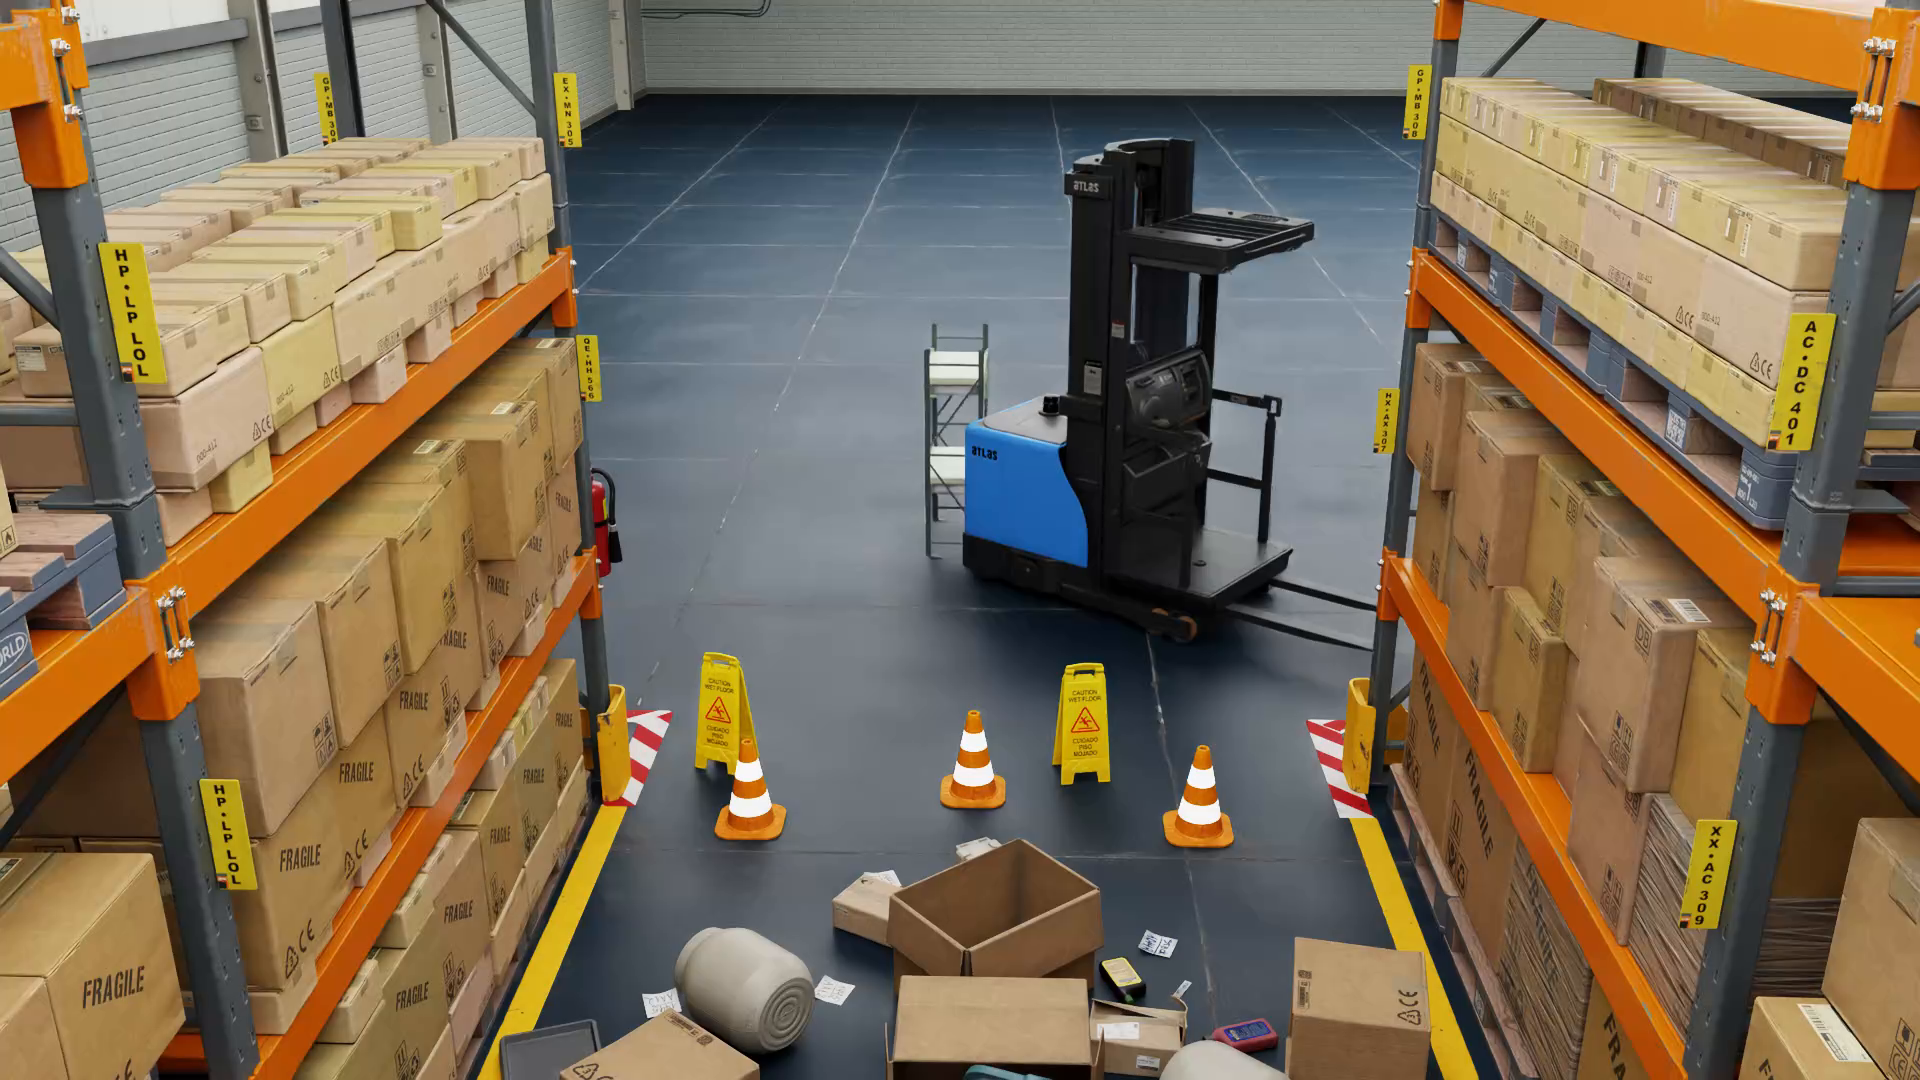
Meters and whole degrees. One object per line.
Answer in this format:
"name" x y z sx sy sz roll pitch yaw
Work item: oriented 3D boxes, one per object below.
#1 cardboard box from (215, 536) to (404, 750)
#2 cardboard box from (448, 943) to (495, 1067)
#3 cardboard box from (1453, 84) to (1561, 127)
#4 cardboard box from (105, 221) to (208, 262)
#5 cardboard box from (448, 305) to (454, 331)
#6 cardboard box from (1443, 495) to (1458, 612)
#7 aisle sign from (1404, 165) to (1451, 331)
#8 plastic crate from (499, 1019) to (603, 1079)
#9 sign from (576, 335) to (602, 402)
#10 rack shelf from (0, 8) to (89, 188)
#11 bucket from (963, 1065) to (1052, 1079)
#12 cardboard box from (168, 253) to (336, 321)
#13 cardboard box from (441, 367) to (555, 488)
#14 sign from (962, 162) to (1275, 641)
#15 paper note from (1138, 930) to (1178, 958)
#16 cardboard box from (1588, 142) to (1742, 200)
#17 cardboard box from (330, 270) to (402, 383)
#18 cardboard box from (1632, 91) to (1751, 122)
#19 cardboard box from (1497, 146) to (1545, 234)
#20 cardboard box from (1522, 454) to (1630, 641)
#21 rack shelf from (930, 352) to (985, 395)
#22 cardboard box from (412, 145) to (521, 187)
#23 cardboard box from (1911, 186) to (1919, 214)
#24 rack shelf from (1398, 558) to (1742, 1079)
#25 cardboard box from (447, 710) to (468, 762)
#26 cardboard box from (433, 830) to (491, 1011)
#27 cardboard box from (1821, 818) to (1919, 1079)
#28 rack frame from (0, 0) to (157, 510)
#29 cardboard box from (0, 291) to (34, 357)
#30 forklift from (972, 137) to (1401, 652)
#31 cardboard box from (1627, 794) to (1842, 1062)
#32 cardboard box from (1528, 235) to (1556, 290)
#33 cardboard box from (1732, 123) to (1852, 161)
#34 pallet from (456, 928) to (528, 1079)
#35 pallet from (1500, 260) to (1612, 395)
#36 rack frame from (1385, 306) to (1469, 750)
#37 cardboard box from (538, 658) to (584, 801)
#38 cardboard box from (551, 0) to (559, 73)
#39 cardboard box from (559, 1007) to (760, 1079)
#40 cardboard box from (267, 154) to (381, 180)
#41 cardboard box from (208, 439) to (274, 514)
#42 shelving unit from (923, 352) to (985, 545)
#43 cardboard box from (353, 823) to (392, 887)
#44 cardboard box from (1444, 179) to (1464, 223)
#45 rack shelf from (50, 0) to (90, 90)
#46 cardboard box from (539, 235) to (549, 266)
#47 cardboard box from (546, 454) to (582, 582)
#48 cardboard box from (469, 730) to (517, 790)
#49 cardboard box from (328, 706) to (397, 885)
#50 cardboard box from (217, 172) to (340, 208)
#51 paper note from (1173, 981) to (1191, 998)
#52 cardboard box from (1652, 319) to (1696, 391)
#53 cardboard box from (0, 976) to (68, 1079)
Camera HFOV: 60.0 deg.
"cardboard box" -2.182 0.308 5.158 0.700 0.500 0.500 1 21 2
"cardboard box" -2.144 1.791 6.487 0.500 0.250 0.500 0 21 1
"cardboard box" 2.286 -1.816 6.942 0.380 0.149 0.250 1 21 2
"cardboard box" -2.686 -0.940 5.403 0.380 0.149 0.250 1 21 2
"cardboard box" -2.126 -0.833 6.229 0.380 0.149 0.250 0 21 0
"cardboard box" 2.662 0.136 7.325 0.875 0.550 0.550 1 21 2
"aisle sign" 2.325 -1.369 7.817 0.394 0.787 0.004 1 21 2
"plastic crate" -1.583 2.103 6.499 0.402 0.080 0.583 -7 22 -17
"sign" -1.774 -0.820 7.958 0.100 0.325 0.005 1 21 2
"rack shelf" -2.511 -0.252 1.785 1.077 0.370 4.000 1 21 2
"bucket" 0.201 2.061 4.995 0.726 0.611 0.620 8 33 20
"cardboard box" -2.084 -0.748 4.907 0.380 0.149 0.250 0 21 1
"cardboard box" -2.148 -0.428 7.052 0.700 0.500 0.500 1 21 2
"sign" 1.033 -1.021 10.754 2.177 2.768 2.025 1 21 2
"paper note" 0.879 1.790 7.376 0.144 0.017 0.142 8 23 20
"cardboard box" 2.233 -1.169 5.276 0.380 0.149 0.250 0 21 1
"cardboard box" -2.128 -0.691 5.312 0.500 0.250 0.500 1 21 2
"cardboard box" 2.858 0.856 2.749 0.691 2.098 9.463 0 21 -1
"cardboard box" 2.322 -1.300 6.164 0.500 0.250 0.500 0 21 1
"cardboard box" 2.609 0.026 6.115 0.875 0.550 0.500 1 21 2
"rack shelf" -0.020 -1.166 11.611 0.368 0.124 0.686 1 21 3
"cardboard box" -2.090 -1.581 7.055 0.380 0.149 0.250 1 21 3
"cardboard box" 2.874 -0.981 4.790 0.380 0.149 0.250 0 21 1
"rack shelf" 2.562 0.806 6.431 0.919 0.052 3.809 1 21 2
"cardboard box" -2.092 0.753 6.289 0.380 0.149 0.250 1 21 1
"cardboard box" -2.140 1.445 6.342 0.500 0.500 0.500 2 21 4
"cardboard box" 2.492 0.985 3.823 0.700 0.500 0.500 0 21 1
"rack frame" -2.450 -1.497 3.446 1.000 3.000 0.127 1 21 2
"cardboard box" -2.727 -0.565 4.436 0.380 0.149 0.250 0 21 0
"forklift" 1.483 -0.939 10.396 3.031 2.935 1.121 16 26 35
"cardboard box" 2.500 1.115 4.802 0.875 0.550 0.550 1 21 2
"cardboard box" 2.246 -0.983 5.898 0.380 0.149 0.250 1 21 2
"cardboard box" 2.905 -1.347 5.732 0.380 0.149 0.250 1 21 2
"pallet" -2.468 2.619 4.987 1.045 0.211 5.110 1 21 2
"pallet" 2.576 -0.775 5.855 1.003 0.211 1.213 1 21 2
"rack frame" 2.626 -0.128 8.213 0.949 2.616 0.053 1 21 2
"cardboard box" -2.092 0.883 7.791 0.500 0.500 0.500 1 21 2
"cardboard box" -3.179 -11.385 28.930 9.106 9.000 0.560 0 21 1
"cardboard box" -1.057 2.092 5.943 0.500 0.500 0.500 18 27 38
"cardboard box" -2.604 -1.492 6.826 0.380 0.149 0.250 1 21 2
"cardboard box" -2.129 -0.185 4.560 0.380 0.149 0.250 1 21 2
"shelving unit" -0.021 -0.709 11.782 0.431 1.308 0.731 1 21 3
"cardboard box" -2.144 1.030 5.576 0.380 0.149 0.250 1 21 3
"cardboard box" 2.285 -1.439 7.074 0.380 0.149 0.250 1 21 2
"rack shelf" -2.389 -1.883 5.441 1.077 0.370 4.000 1 21 2
"cardboard box" -2.060 -1.295 7.421 0.380 0.149 0.250 1 21 2
"cardboard box" -2.069 -0.132 7.673 0.500 0.500 0.500 0 21 1
"cardboard box" -2.057 0.900 6.850 0.380 0.149 0.250 2 21 4
"cardboard box" -2.166 0.777 5.330 0.500 0.500 0.500 1 21 1
"cardboard box" -4.865 -0.589 6.432 4.904 1.547 0.749 0 21 1
"paper note" 0.947 1.913 7.084 0.032 0.001 0.123 13 25 29
"cardboard box" 2.206 -0.525 4.718 0.380 0.149 0.250 1 21 2
"cardboard box" -2.248 1.268 3.485 0.500 0.500 0.500 1 21 2
